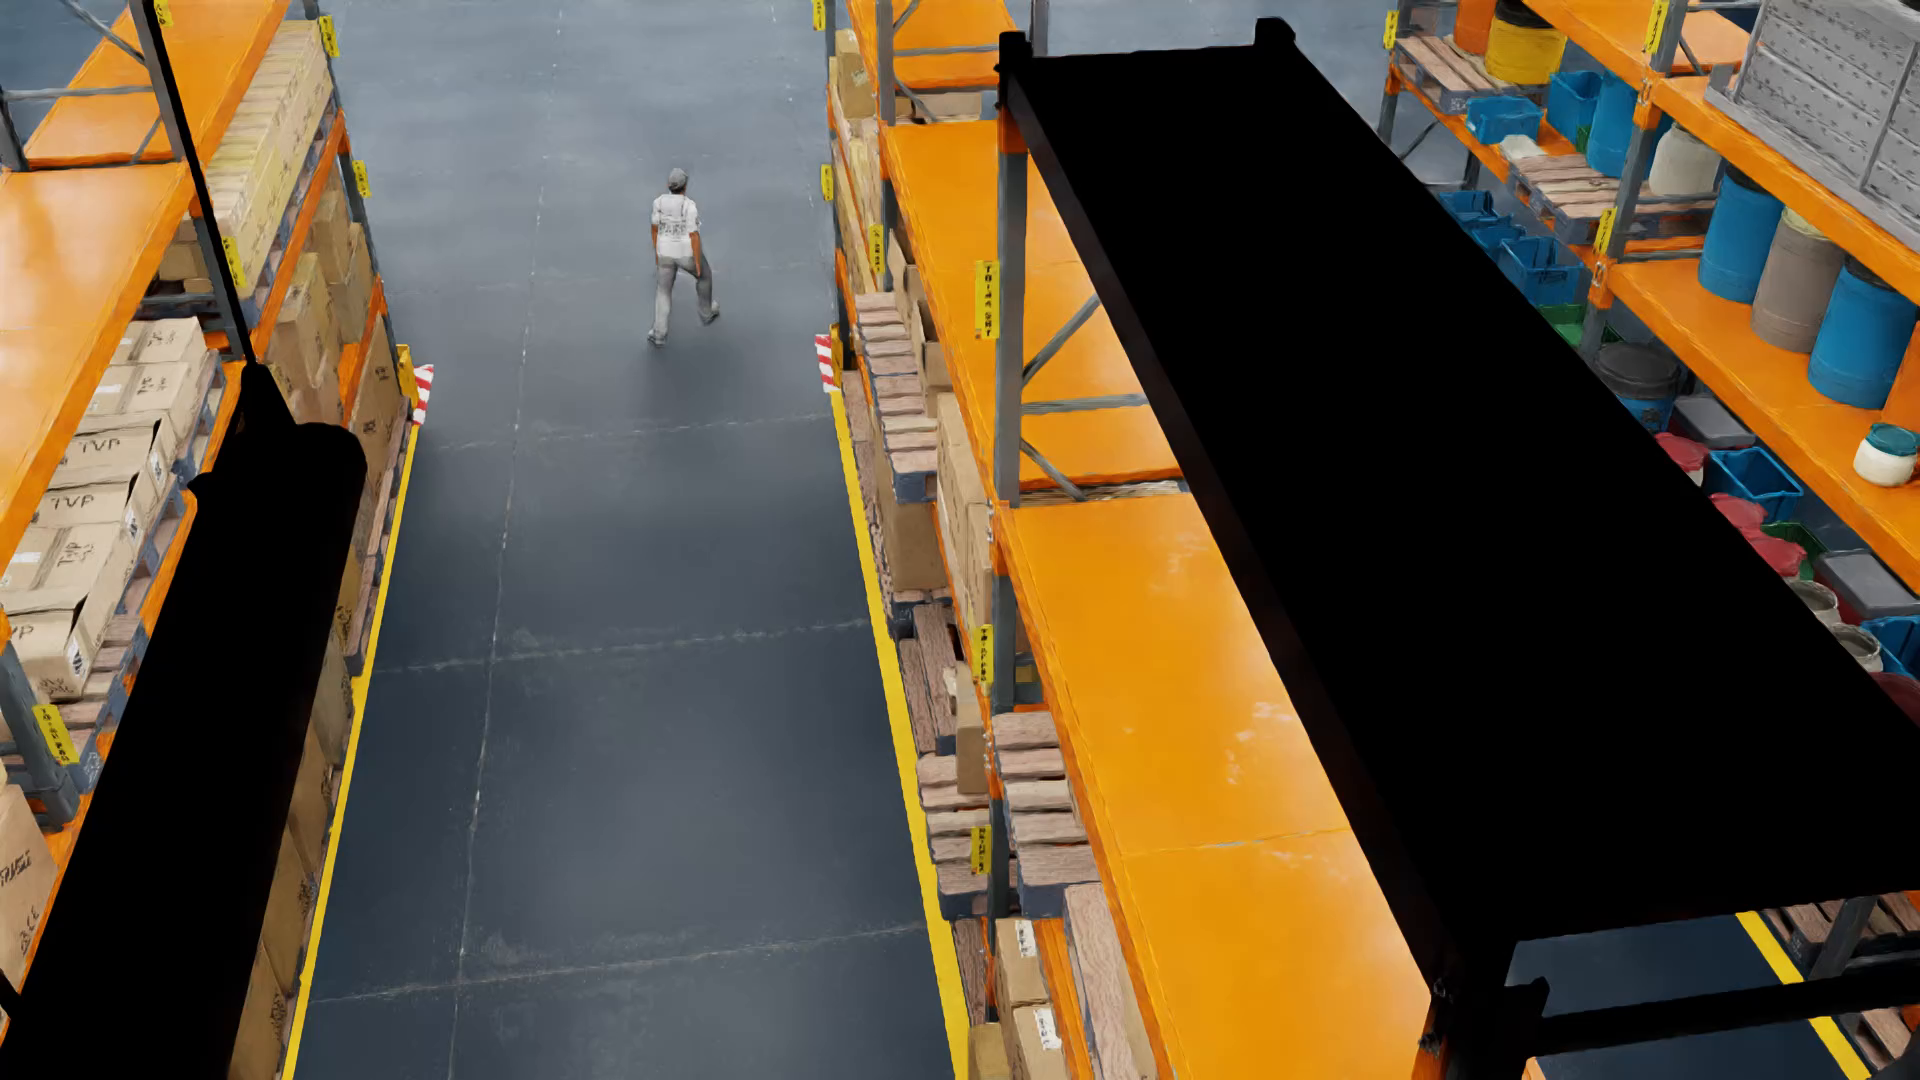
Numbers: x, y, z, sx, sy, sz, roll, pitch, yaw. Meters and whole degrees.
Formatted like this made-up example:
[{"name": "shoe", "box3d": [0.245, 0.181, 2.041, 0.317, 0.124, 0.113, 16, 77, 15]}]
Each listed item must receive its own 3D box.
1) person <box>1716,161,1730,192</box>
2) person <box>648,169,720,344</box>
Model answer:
[{"name": "person", "box3d": [7.887, -3.536, 16.877, 0.386, 1.617, 0.625, -2, 36, -3]}, {"name": "person", "box3d": [-2.696, -2.708, 15.786, 0.534, 1.598, 0.938, 7, 37, 9]}]
